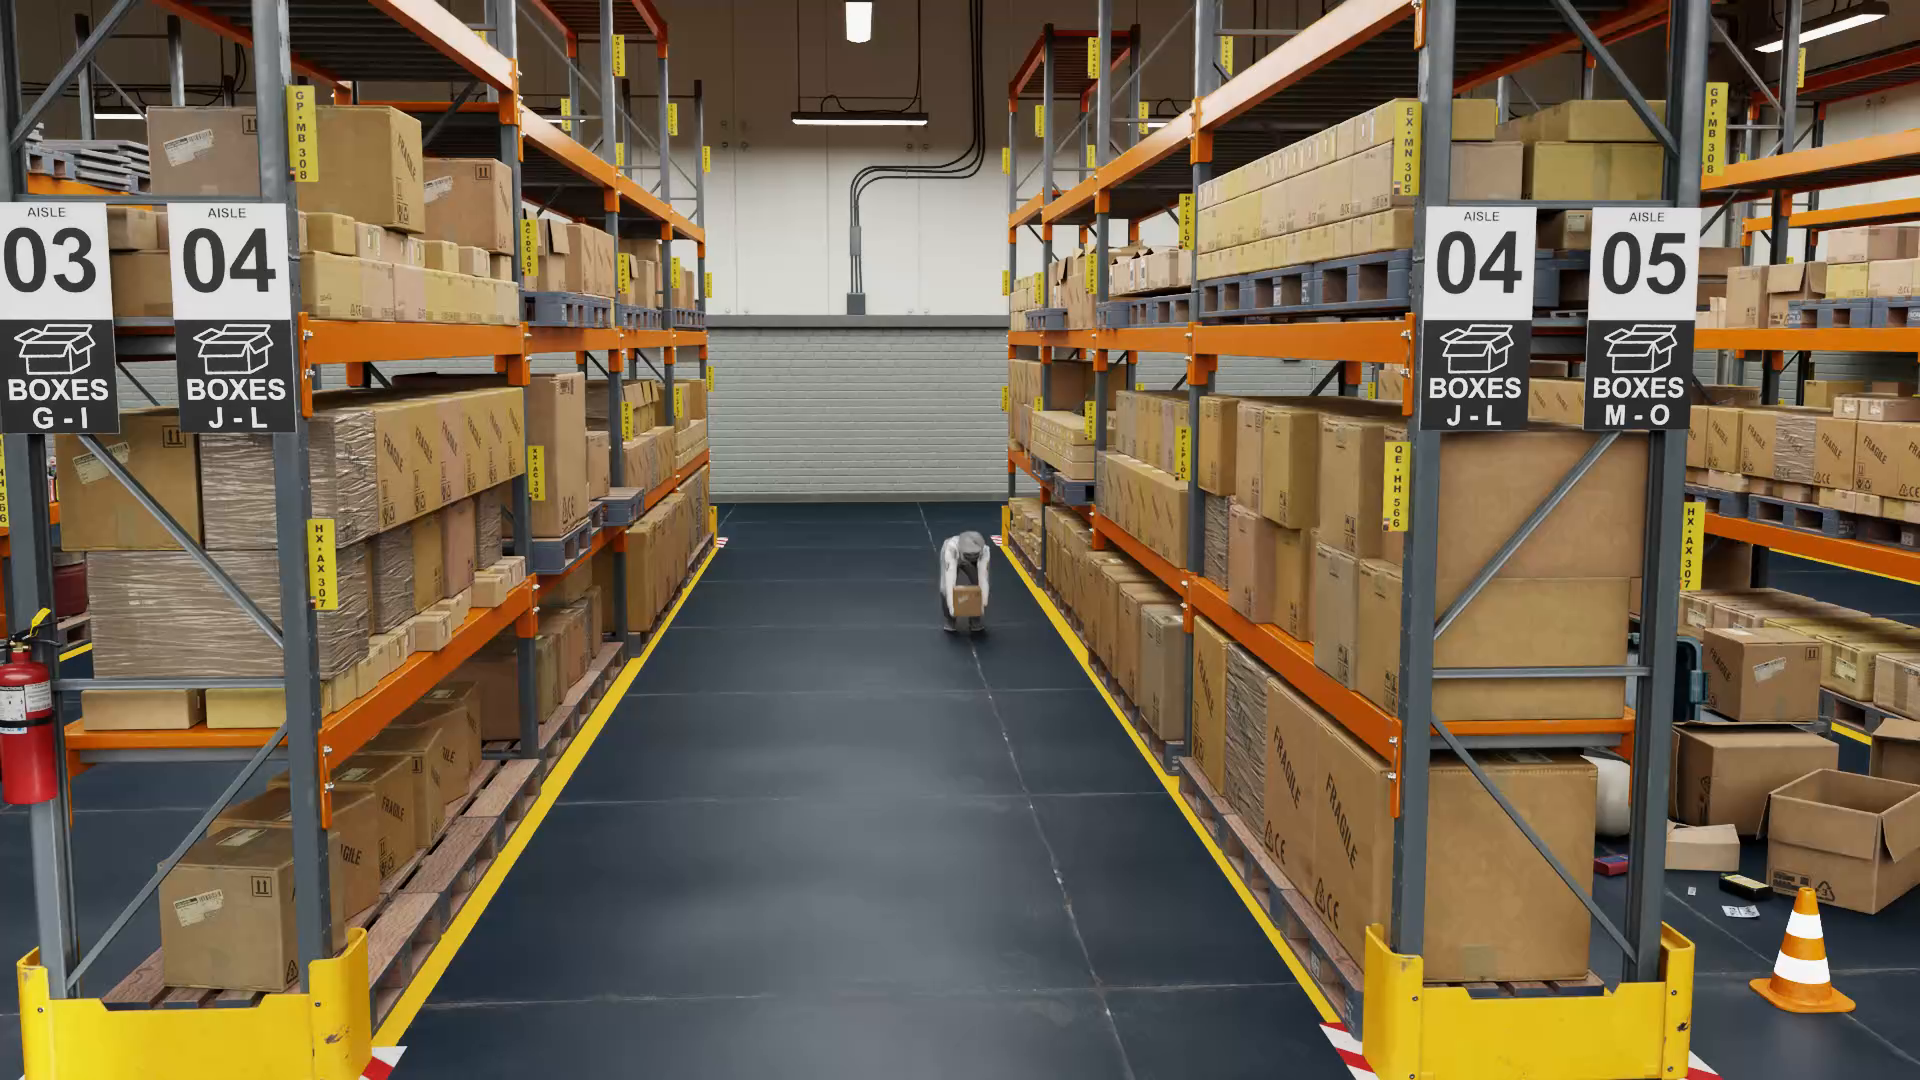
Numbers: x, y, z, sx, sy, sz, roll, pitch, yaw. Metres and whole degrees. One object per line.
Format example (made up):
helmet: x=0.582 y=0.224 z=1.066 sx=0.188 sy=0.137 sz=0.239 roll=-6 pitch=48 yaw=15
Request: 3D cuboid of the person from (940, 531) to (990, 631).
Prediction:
person: x=0.049 y=0.374 z=15.481 sx=0.467 sy=0.991 sz=0.917 roll=-1 pitch=7 yaw=-7
